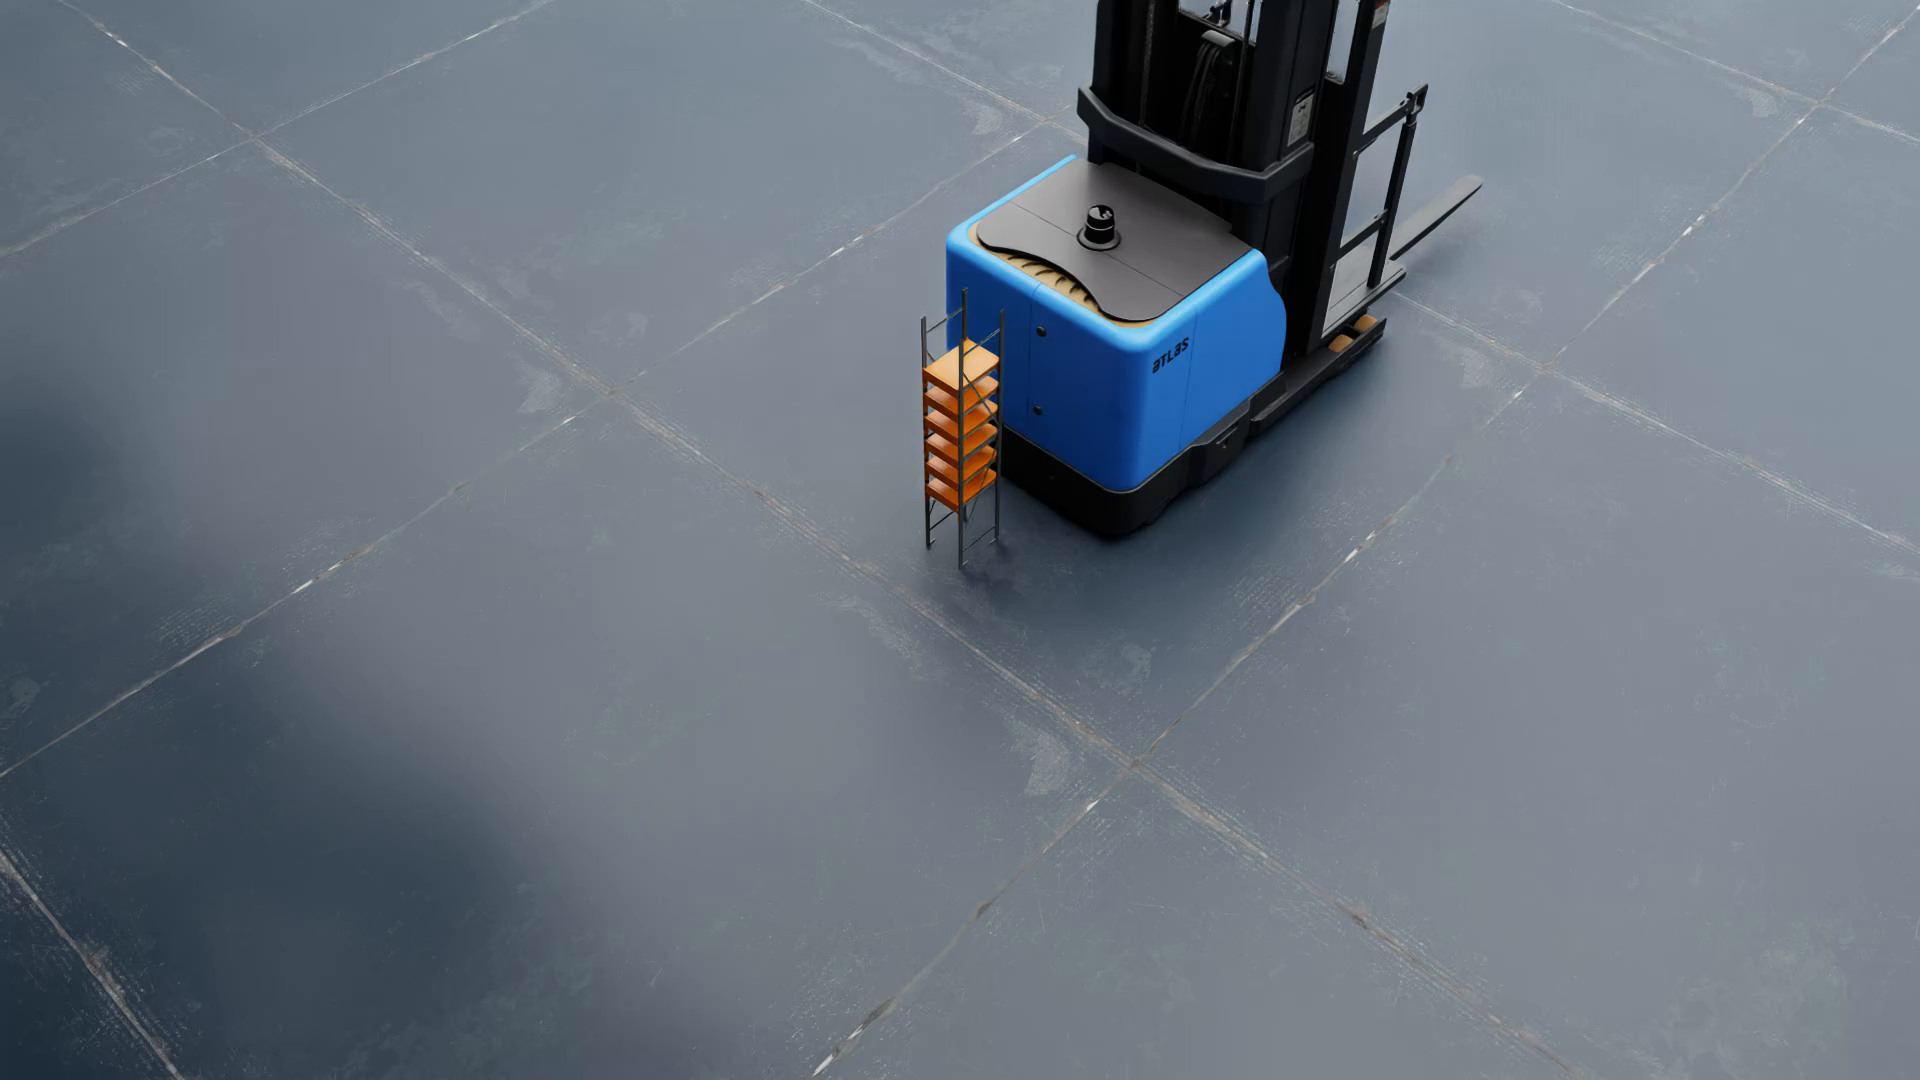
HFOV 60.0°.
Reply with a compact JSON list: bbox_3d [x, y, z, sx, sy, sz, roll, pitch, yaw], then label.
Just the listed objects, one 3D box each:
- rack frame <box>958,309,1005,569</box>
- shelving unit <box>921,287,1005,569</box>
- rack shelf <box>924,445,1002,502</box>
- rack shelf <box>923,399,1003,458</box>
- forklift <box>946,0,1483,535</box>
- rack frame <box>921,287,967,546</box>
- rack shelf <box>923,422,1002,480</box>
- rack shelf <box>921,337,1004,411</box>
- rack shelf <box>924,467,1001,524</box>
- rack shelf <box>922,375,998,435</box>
[{"bbox_3d":[0.078,-0.358,6.372,0.006,1.200,0.240,34,55,28],"label":"rack frame"},{"bbox_3d":[0.011,-0.404,6.414,0.189,1.200,0.258,34,55,28],"label":"shelving unit"},{"bbox_3d":[0.011,-0.291,6.534,0.180,0.103,0.258,34,55,28],"label":"rack shelf"},{"bbox_3d":[0.011,-0.455,6.359,0.180,0.103,0.258,34,55,28],"label":"rack shelf"},{"bbox_3d":[1.308,-2.005,6.731,1.130,2.935,3.031,35,56,28],"label":"forklift"},{"bbox_3d":[-0.057,-0.449,6.457,0.006,1.200,0.240,34,55,28],"label":"rack frame"},{"bbox_3d":[0.011,-0.373,6.447,0.180,0.103,0.258,34,55,28],"label":"rack shelf"},{"bbox_3d":[0.011,-0.620,6.184,0.180,0.103,0.258,34,55,28],"label":"rack shelf"},{"bbox_3d":[0.011,-0.209,6.622,0.180,0.103,0.258,34,55,28],"label":"rack shelf"},{"bbox_3d":[0.011,-0.537,6.272,0.180,0.103,0.258,34,55,28],"label":"rack shelf"}]
